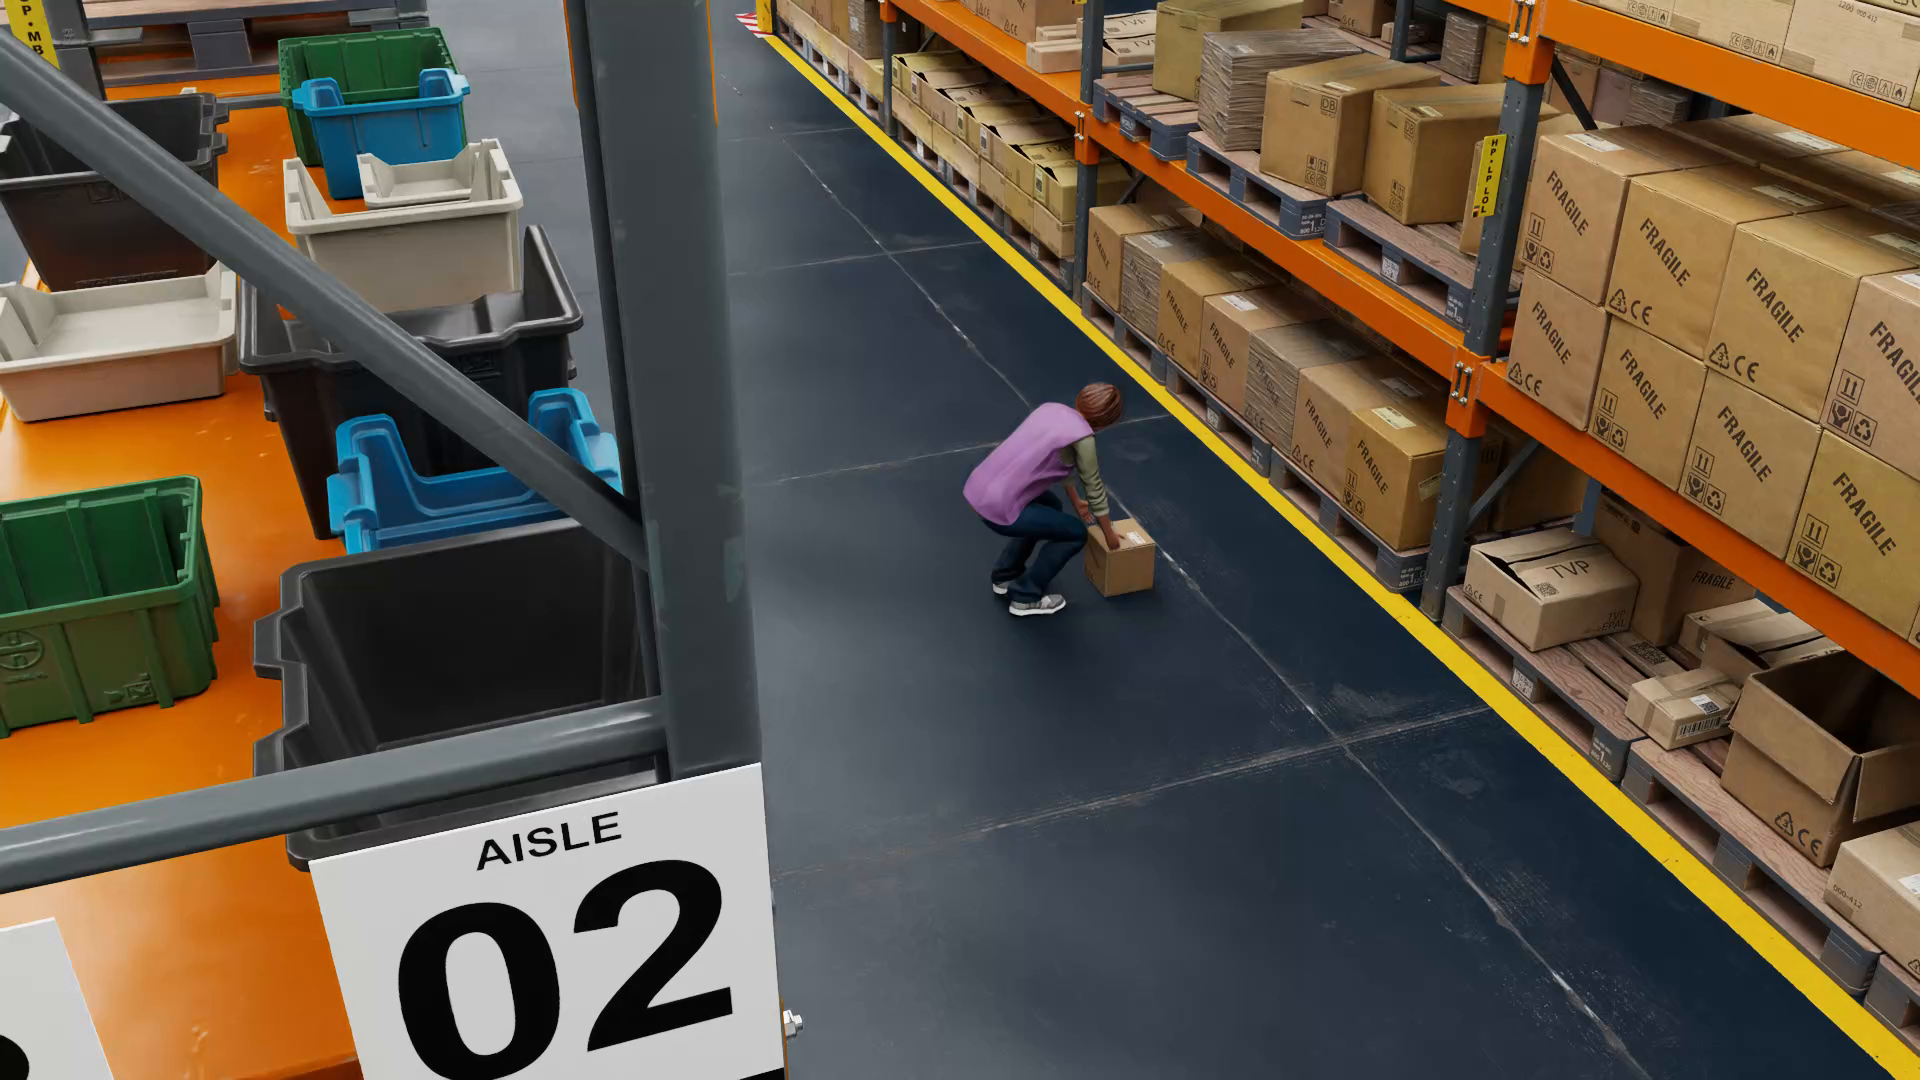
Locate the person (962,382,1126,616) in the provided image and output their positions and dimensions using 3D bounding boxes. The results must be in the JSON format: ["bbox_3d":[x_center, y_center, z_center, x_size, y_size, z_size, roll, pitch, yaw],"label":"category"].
[{"bbox_3d":[0.378,-0.191,7.544,0.768,1.019,0.457,-11,32,-18],"label":"person"}]
